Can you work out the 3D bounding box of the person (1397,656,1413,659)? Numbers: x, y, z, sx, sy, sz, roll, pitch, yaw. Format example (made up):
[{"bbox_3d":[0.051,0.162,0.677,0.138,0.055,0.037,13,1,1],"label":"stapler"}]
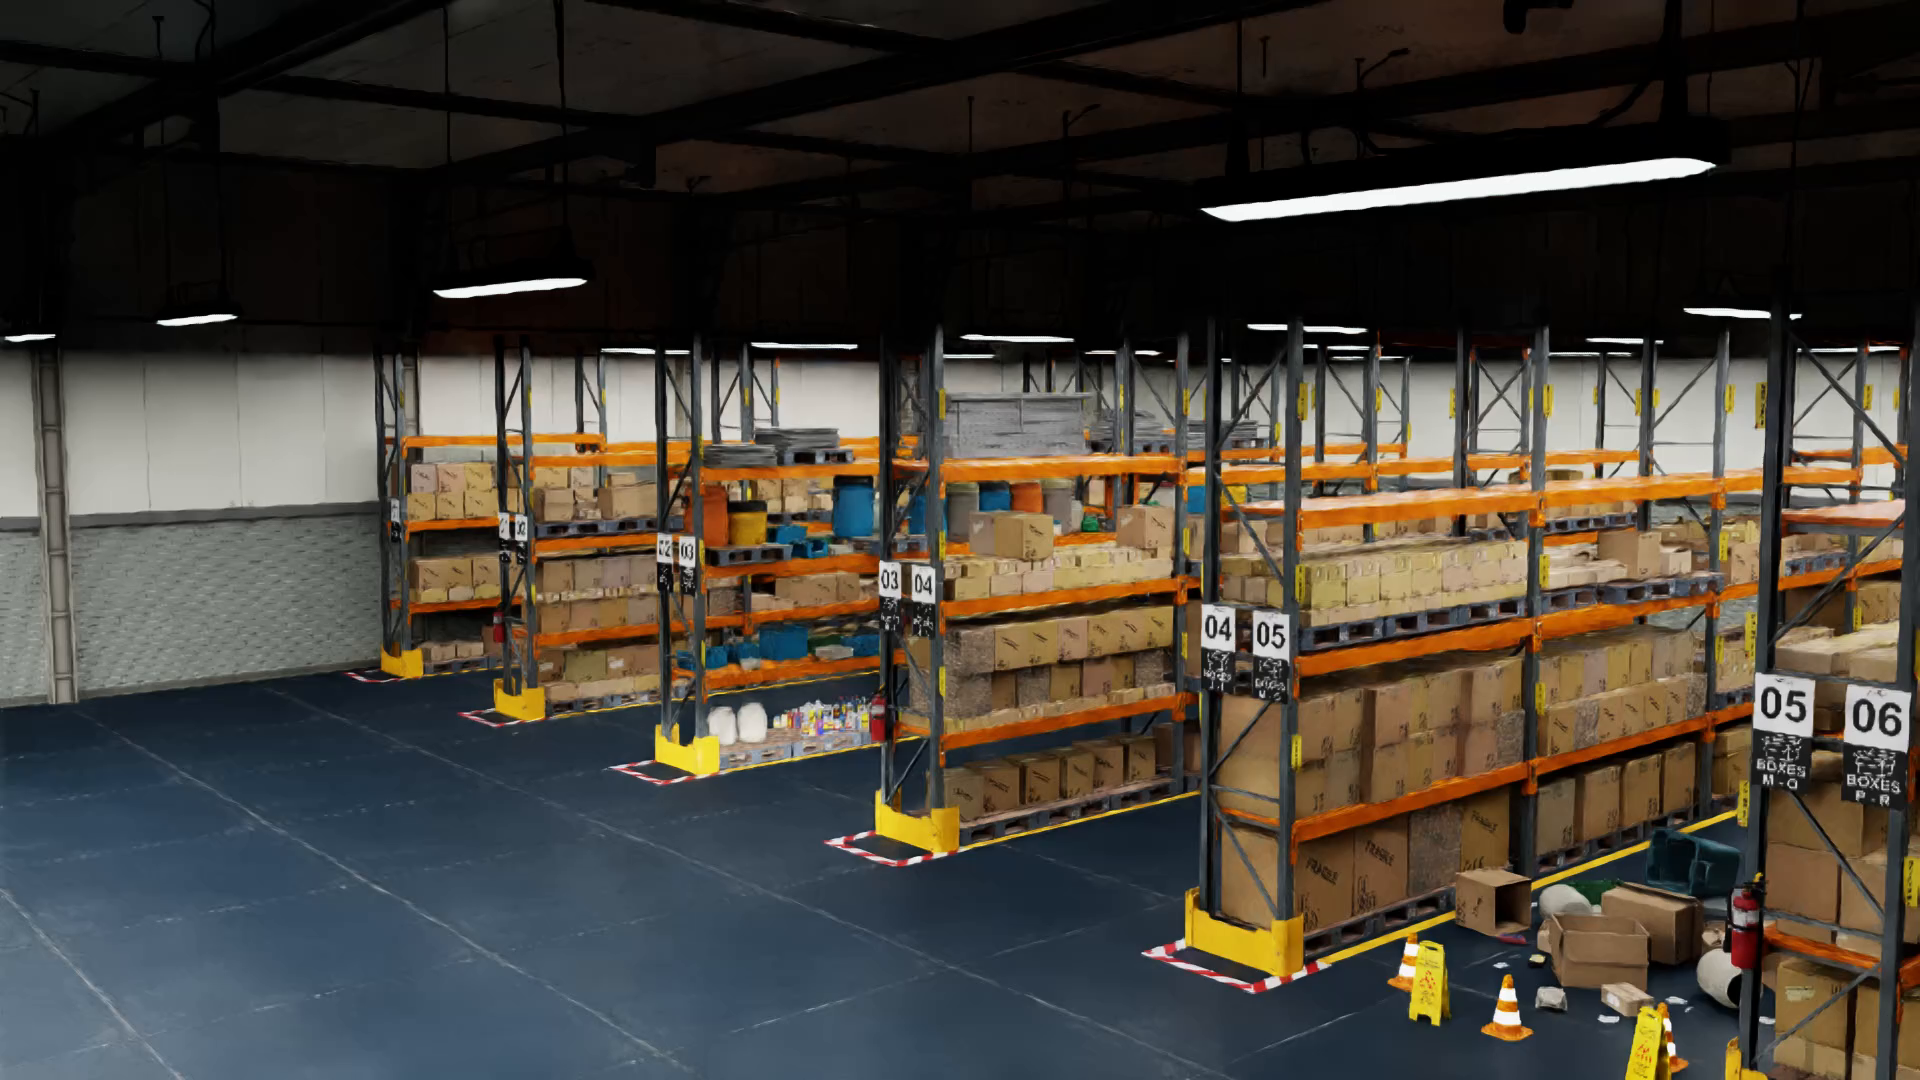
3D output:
[{"bbox_3d":[6.032,2.273,22.549,0.441,1.666,0.553,3,6,28],"label":"person"}]
